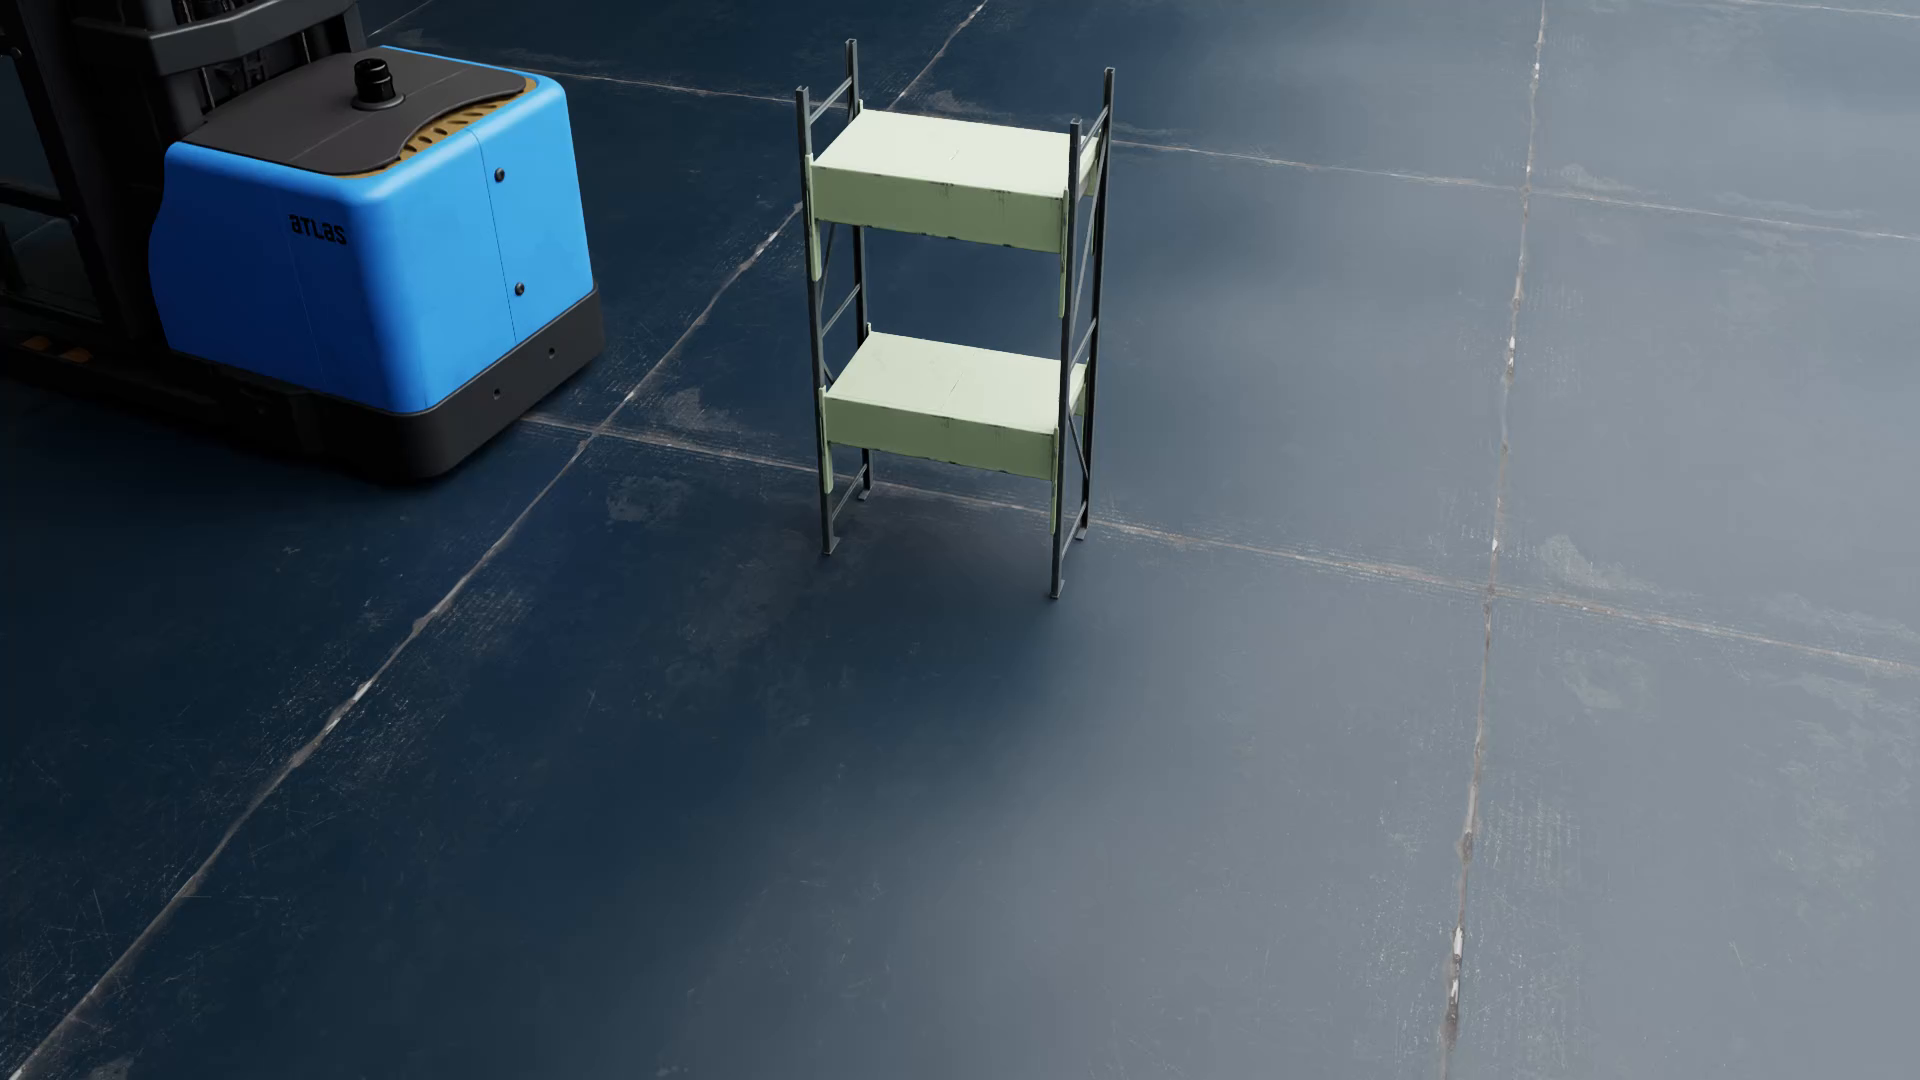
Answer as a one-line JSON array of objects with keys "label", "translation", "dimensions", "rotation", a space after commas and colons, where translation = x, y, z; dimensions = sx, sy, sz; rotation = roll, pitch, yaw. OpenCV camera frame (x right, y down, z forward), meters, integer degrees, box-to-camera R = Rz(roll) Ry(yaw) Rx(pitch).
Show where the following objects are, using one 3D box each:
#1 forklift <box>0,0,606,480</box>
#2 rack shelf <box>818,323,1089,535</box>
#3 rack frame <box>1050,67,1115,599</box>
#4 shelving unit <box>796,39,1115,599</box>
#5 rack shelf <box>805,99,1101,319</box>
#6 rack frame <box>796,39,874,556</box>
[{"label": "forklift", "translation": [-2.856, -1.965, 5.447], "dimensions": [3.031, 2.935, 1.130], "rotation": [16, 39, 20]}, {"label": "rack shelf", "translation": [-0.006, -0.343, 5.000], "dimensions": [0.720, 0.370, 0.431], "rotation": [10, 38, 14]}, {"label": "rack frame", "translation": [0.343, -0.541, 4.719], "dimensions": [0.023, 1.500, 0.400], "rotation": [10, 38, 14]}, {"label": "shelving unit", "translation": [-0.006, -0.605, 4.807], "dimensions": [0.755, 1.500, 0.431], "rotation": [10, 38, 14]}, {"label": "rack shelf", "translation": [-0.006, -0.919, 4.576], "dimensions": [0.720, 0.370, 0.431], "rotation": [10, 38, 14]}, {"label": "rack frame", "translation": [-0.356, -0.670, 4.895], "dimensions": [0.023, 1.500, 0.400], "rotation": [10, 38, 14]}]
